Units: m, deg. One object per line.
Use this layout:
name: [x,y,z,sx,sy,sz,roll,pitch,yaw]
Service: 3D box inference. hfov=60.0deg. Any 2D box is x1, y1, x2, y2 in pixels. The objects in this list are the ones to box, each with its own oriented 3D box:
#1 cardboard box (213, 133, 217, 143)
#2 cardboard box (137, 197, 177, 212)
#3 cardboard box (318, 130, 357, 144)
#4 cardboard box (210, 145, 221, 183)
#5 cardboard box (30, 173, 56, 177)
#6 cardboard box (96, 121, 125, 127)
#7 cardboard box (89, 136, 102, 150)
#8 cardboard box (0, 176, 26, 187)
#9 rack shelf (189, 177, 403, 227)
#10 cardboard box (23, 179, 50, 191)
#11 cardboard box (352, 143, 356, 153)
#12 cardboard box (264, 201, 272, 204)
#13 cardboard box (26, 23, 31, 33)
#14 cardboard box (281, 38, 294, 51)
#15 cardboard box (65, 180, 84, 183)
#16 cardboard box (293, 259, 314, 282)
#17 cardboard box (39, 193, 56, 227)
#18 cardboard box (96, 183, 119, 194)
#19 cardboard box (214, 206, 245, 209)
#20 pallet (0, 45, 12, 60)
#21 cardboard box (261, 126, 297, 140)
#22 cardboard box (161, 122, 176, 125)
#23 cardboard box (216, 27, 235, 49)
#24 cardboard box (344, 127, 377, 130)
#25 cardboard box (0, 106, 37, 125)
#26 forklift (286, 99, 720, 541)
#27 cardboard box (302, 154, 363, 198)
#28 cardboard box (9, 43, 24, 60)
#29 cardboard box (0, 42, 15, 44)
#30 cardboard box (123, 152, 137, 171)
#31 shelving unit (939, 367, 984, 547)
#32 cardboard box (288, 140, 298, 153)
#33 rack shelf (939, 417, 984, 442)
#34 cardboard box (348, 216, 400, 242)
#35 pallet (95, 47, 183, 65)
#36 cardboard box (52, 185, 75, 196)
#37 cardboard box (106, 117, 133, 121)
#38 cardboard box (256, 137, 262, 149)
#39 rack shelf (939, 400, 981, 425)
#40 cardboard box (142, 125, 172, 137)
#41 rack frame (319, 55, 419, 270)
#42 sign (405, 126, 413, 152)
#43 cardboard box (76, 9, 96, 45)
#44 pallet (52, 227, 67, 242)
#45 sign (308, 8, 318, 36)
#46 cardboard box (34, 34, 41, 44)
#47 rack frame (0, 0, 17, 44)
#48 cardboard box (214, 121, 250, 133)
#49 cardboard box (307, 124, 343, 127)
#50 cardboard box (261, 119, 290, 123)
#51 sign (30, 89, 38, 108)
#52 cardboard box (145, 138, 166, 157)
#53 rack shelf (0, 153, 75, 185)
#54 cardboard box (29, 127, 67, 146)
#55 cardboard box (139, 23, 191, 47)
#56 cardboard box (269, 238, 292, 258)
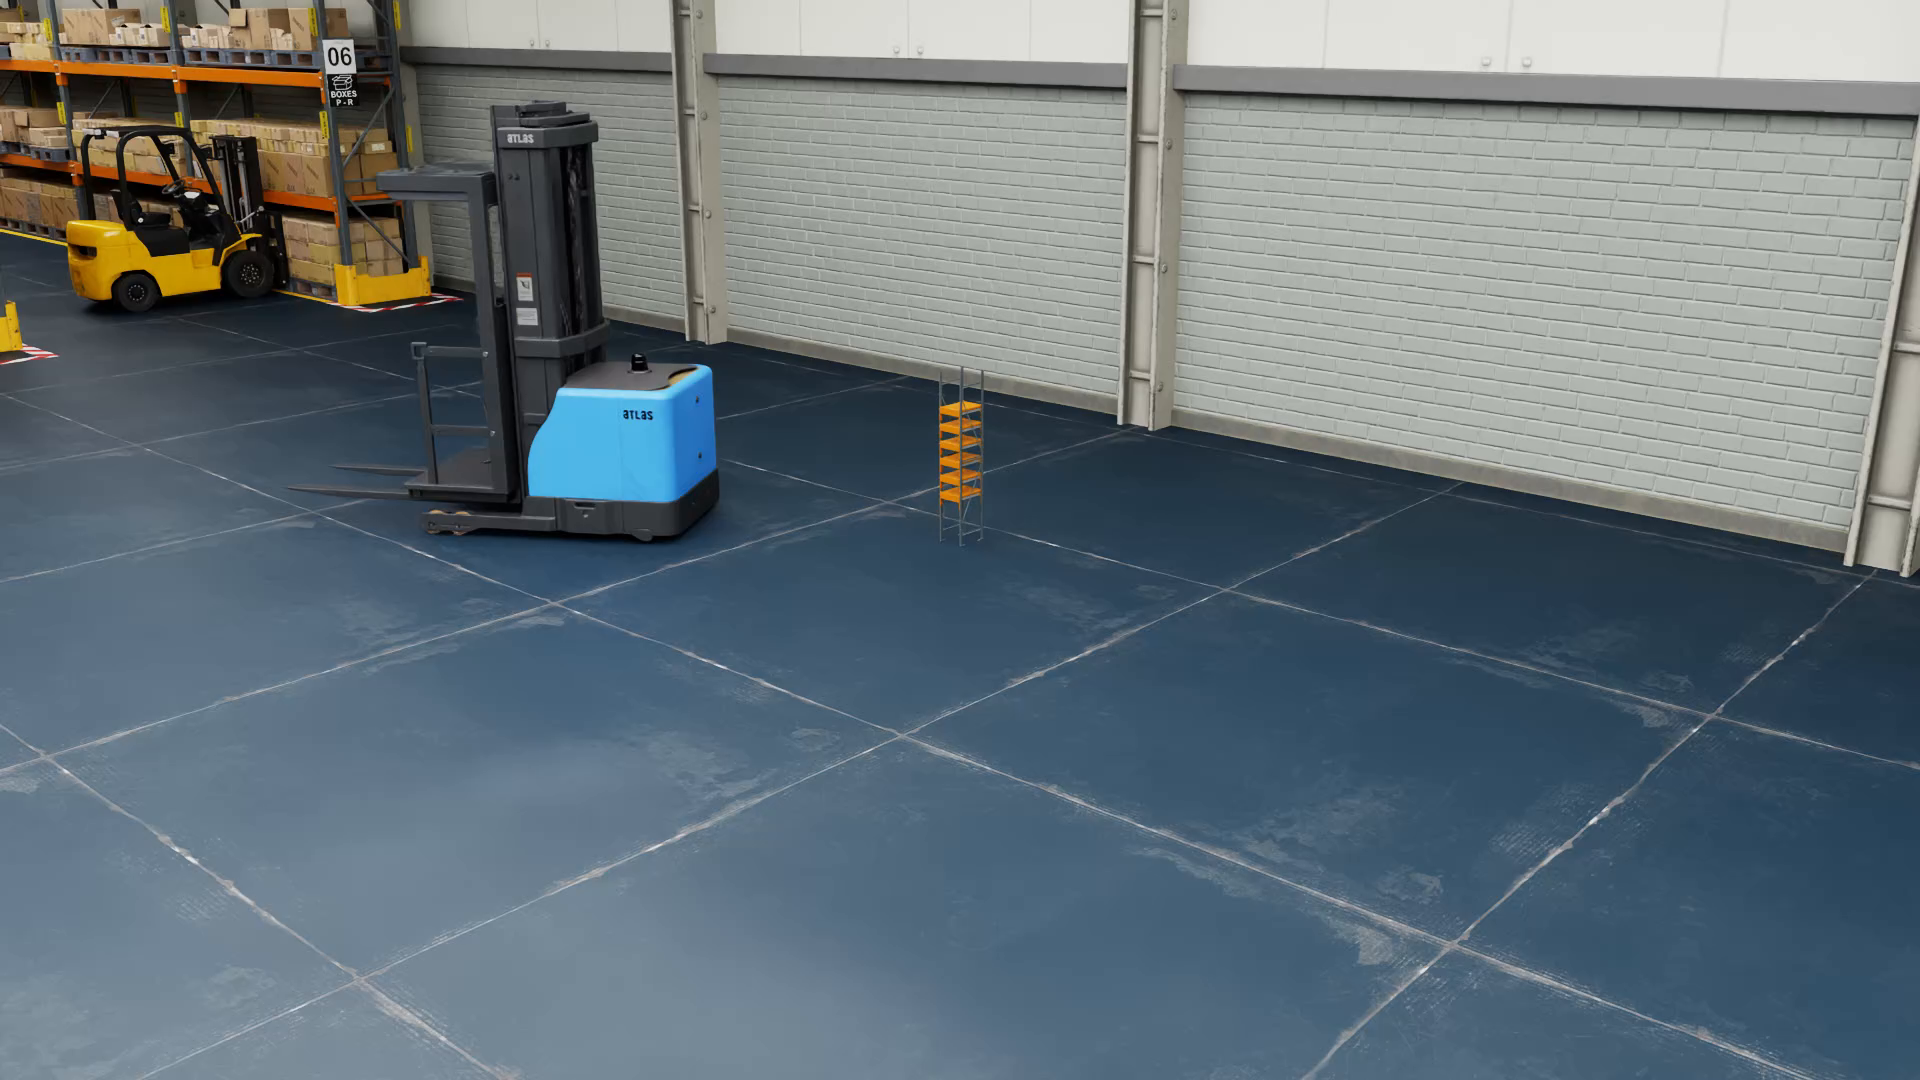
cardboard box: [-9.919,-5.469,22.649,0.250,0.149,0.380,15,23,39]
cardboard box: [-11.928,-4.812,25.048,0.625,0.625,0.875,14,22,37]
cardboard box: [-7.807,-5.053,20.847,0.250,0.149,0.380,15,23,39]
cardboard box: [-9.832,-5.132,22.660,0.500,0.500,0.500,16,23,40]
cardboard box: [-15.708,-6.198,28.547,0.250,0.149,0.380,15,23,39]
cardboard box: [-12.727,-6.214,24.996,0.250,0.149,0.380,15,23,40]
cardboard box: [-12.840,-6.058,25.164,0.500,0.250,0.500,16,24,41]
cardboard box: [-16.025,-6.088,28.200,0.250,0.149,0.380,14,23,38]
rack shelf: [-8.895,-4.589,22.303,4.000,0.370,1.077,15,23,39]
cardboard box: [-15.265,-5.878,27.539,0.250,0.149,0.380,16,24,41]
cardboard box: [-7.708,-5.049,21.326,0.250,0.149,0.380,15,23,39]
cardboard box: [-9.895,-4.645,23.487,0.500,0.250,0.500,16,23,40]
cardboard box: [-14.358,-8.008,26.025,0.250,0.149,0.380,15,23,38]
cardboard box: [-8.221,-6.186,20.742,0.250,0.149,0.380,14,22,38]
cardboard box: [-14.569,-5.878,27.539,0.250,0.149,0.380,15,23,40]
cardboard box: [-8.326,-3.545,21.674,0.500,0.250,0.500,15,23,39]
cardboard box: [-14.603,-5.389,27.072,0.500,0.500,0.500,16,24,42]
cardboard box: [-13.747,-5.689,26.946,0.250,0.149,0.380,16,24,41]
cardboard box: [-9.862,-4.427,22.800,0.500,0.250,0.500,15,23,39]
pallet: [-15.156,-7.926,26.979,1.003,0.211,1.213,15,23,39]
cardboard box: [-8.829,-5.287,21.583,0.250,0.149,0.380,16,23,40]
cardboard box: [-11.621,-6.126,24.719,0.250,0.149,0.380,15,23,40]
cardboard box: [-9.483,-6.580,21.792,0.258,0.266,0.396,14,23,38]
cardboard box: [-7.666,-5.212,21.348,0.250,0.149,0.380,16,24,41]
cardboard box: [-15.774,-6.936,27.649,0.500,0.500,0.700,15,23,40]
forklift: [-3.349,-1.584,11.758,3.031,2.935,1.130,3,18,9]
cardboard box: [-7.942,-4.618,21.038,0.500,0.500,0.500,14,23,38]
cardboard box: [-14.679,-7.744,26.344,0.500,0.250,0.500,15,23,39]
cardboard box: [-16.564,-8.606,28.568,0.500,0.250,0.500,14,23,38]
cardboard box: [-12.064,-5.612,24.586,0.500,0.250,0.500,16,24,41]
shelving unit: [0.011,-0.569,11.421,0.189,1.200,0.258,15,23,39]
cardboard box: [-8.387,-5.056,21.348,0.250,0.149,0.380,15,23,39]
rack shelf: [0.011,-0.755,11.362,0.180,0.103,0.258,15,23,39]
cardboard box: [-7.633,-4.036,21.569,0.500,0.250,0.500,15,23,38]
pallet: [-11.978,-7.137,24.494,1.213,0.211,1.003,16,24,42]
cardboard box: [-14.313,-5.607,26.687,0.250,0.149,0.380,14,22,37]
cardboard box: [-13.006,-6.474,25.815,0.250,0.149,0.380,16,24,41]
cardboard box: [-9.184,-5.252,21.964,0.250,0.149,0.380,14,23,38]
rack shelf: [0.011,-0.870,11.326,0.180,0.103,0.258,15,23,39]
cardboard box: [-11.586,-5.907,24.029,0.250,0.149,0.380,14,23,38]
rack frame: [-7.400,-4.531,20.929,0.127,3.000,1.000,15,23,39]
sign: [-7.027,-5.105,21.177,0.005,0.325,0.100,15,23,39]
cardboard box: [-12.559,-7.583,24.562,0.500,0.500,0.700,14,23,38]
pallet: [-13.916,-4.966,26.911,1.213,0.211,1.003,15,23,39]
sign: [-7.770,-6.225,19.975,0.005,0.325,0.100,15,23,39]
cardboard box: [-14.169,-7.817,25.914,0.250,0.149,0.380,16,23,40]
rack frame: [-16.375,-9.799,27.613,0.127,3.000,1.000,15,23,39]
cardboard box: [-9.898,-5.620,22.632,0.250,0.149,0.380,14,23,38]
cardboard box: [-8.409,-5.430,22.034,0.250,0.149,0.380,14,23,38]
cardboard box: [-9.356,-5.691,22.854,0.250,0.149,0.380,14,23,38]
sign: [-16.009,-7.618,28.743,0.005,0.325,0.100,15,23,39]
cardboard box: [-11.318,-5.643,23.855,0.500,0.250,0.500,14,23,38]
rack shelf: [-14.879,-6.196,27.364,4.000,0.370,1.077,15,23,39]
cardboard box: [-14.387,-6.404,26.386,0.500,0.250,0.500,14,22,37]
cardboard box: [-11.094,-7.059,23.224,0.500,0.311,0.500,14,22,38]
cardboard box: [-8.739,-3.887,21.927,0.500,0.250,0.500,14,23,38]
